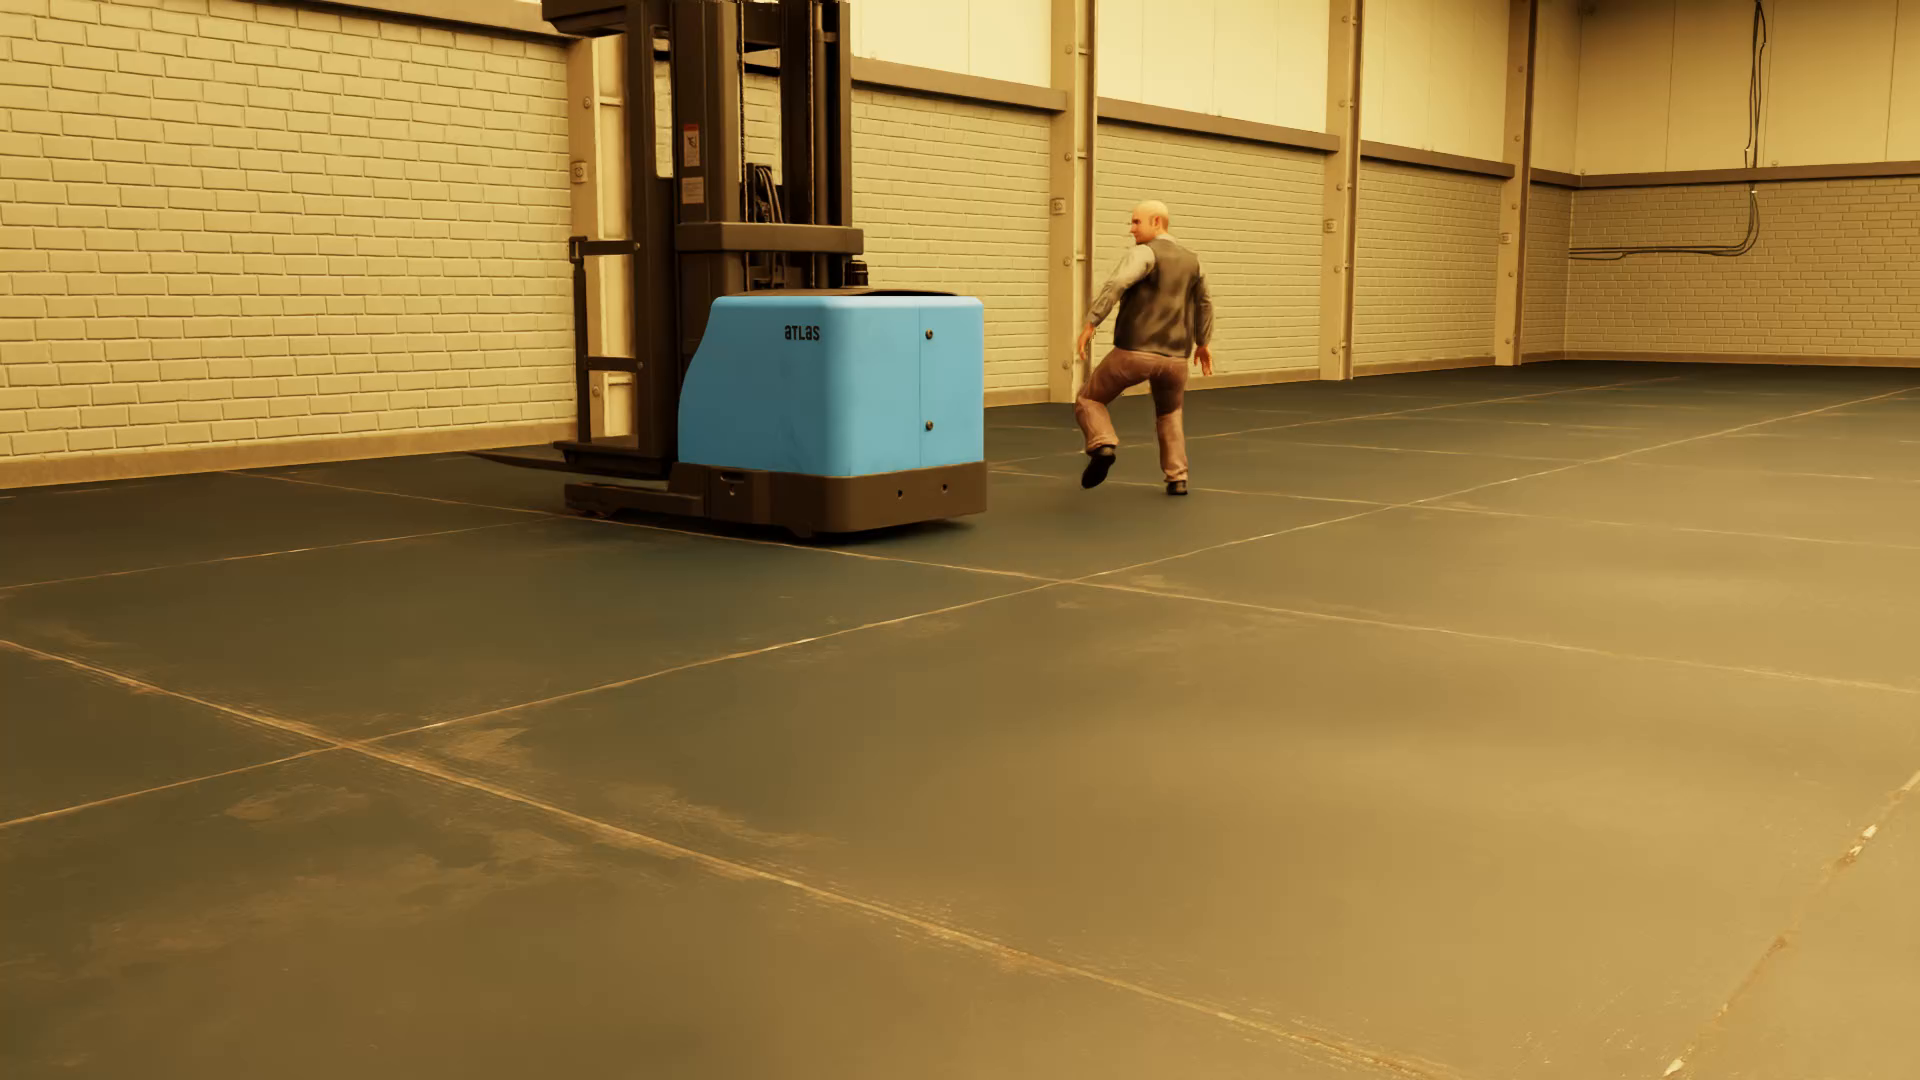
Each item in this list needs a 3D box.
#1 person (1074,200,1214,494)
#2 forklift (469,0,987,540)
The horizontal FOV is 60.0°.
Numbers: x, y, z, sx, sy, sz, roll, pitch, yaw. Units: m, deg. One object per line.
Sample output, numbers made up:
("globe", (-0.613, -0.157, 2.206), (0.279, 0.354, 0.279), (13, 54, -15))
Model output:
("person", (1.015, -1.018, 8.988), (0.959, 1.607, 0.515), (-3, 9, -22))
("forklift", (-1.326, -1.603, 8.236), (3.031, 2.935, 1.130), (7, 11, 40))
